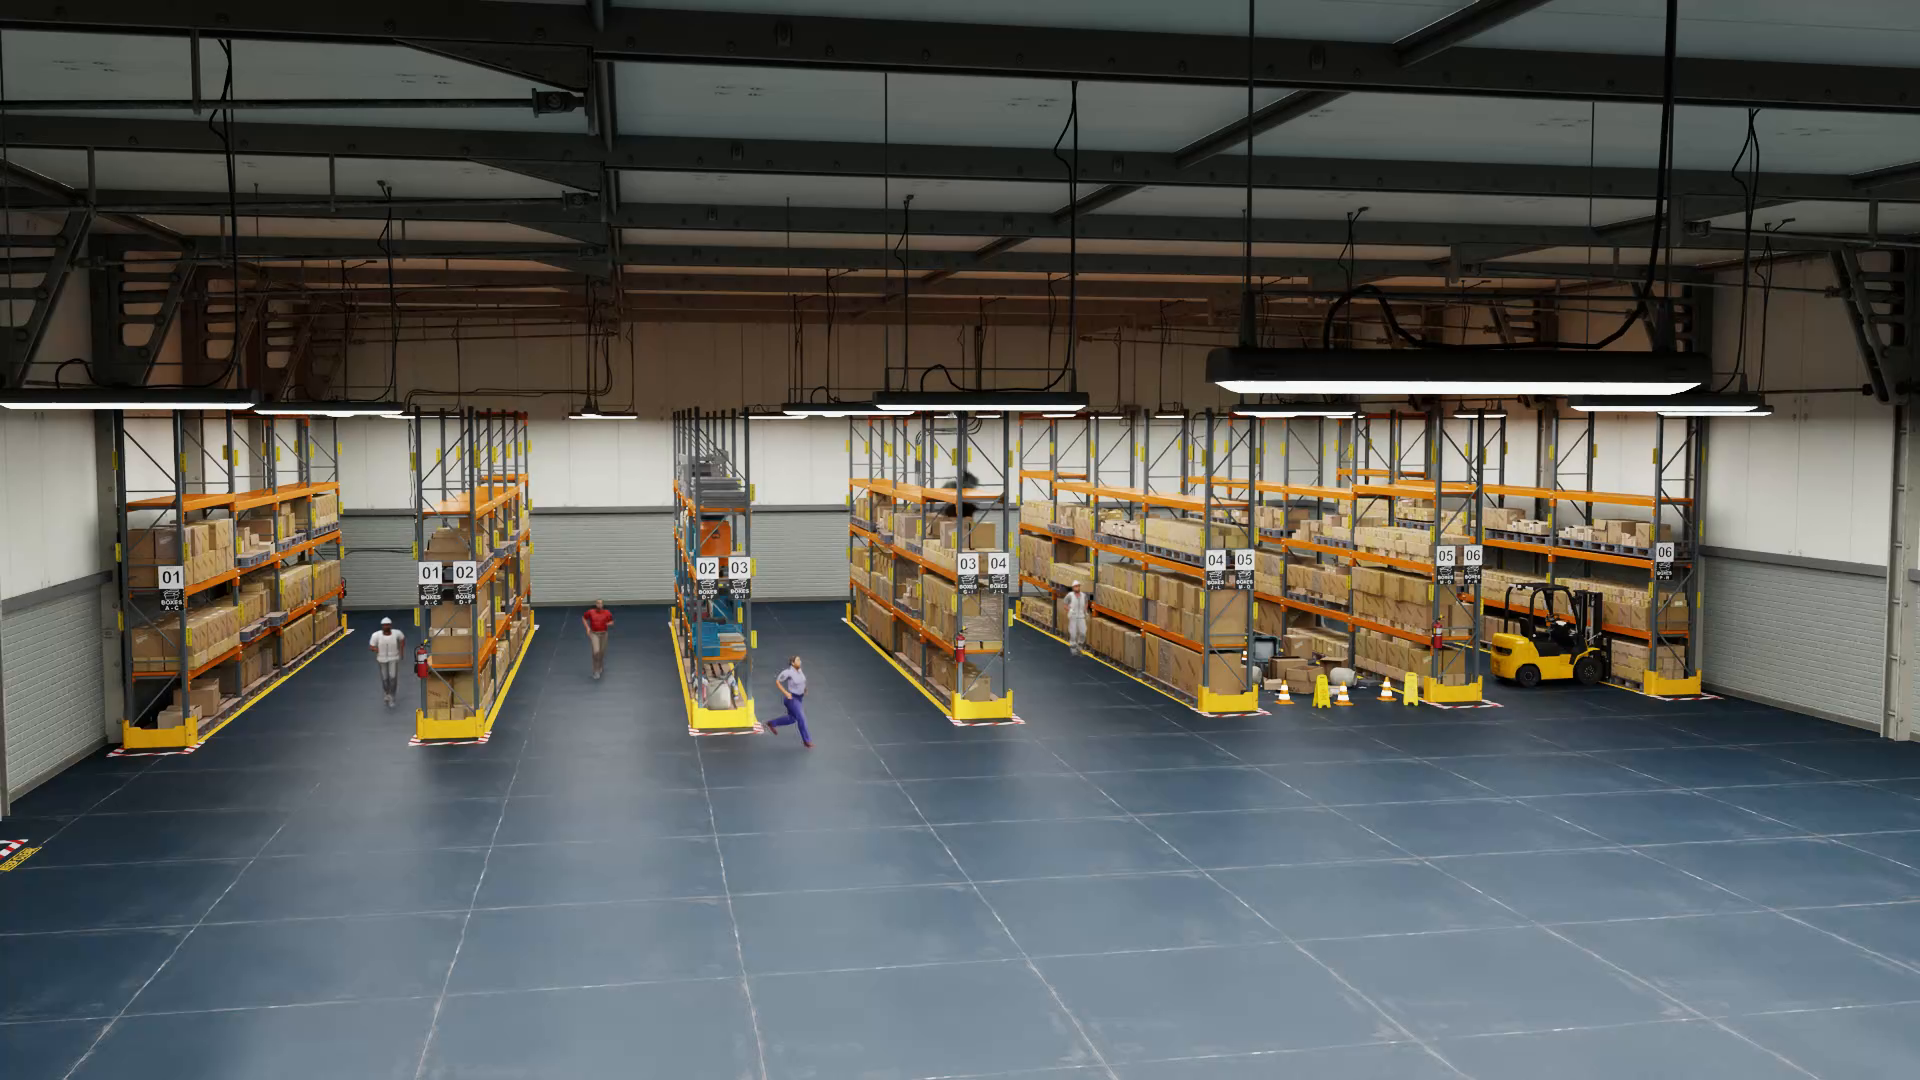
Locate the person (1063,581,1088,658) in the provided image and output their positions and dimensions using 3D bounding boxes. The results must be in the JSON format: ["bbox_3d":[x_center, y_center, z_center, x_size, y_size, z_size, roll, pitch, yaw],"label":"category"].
[{"bbox_3d":[2.703,1.844,38.444,0.648,1.813,0.644,-1,4,-12],"label":"person"}]

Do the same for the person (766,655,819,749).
[{"bbox_3d":[-2.952,2.851,29.335,1.048,1.667,0.567,1,4,18],"label":"person"}]

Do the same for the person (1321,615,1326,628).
[{"bbox_3d":[9.620,1.647,44.496,0.660,1.773,0.989,-1,4,-12],"label":"person"}]

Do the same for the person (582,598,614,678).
[{"bbox_3d":[-8.127,2.213,37.450,0.642,1.802,0.817,-2,5,-26],"label":"person"}]

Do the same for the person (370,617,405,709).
[{"bbox_3d":[-11.563,2.445,33.568,0.640,1.796,0.890,-1,4,-11],"label":"person"}]
